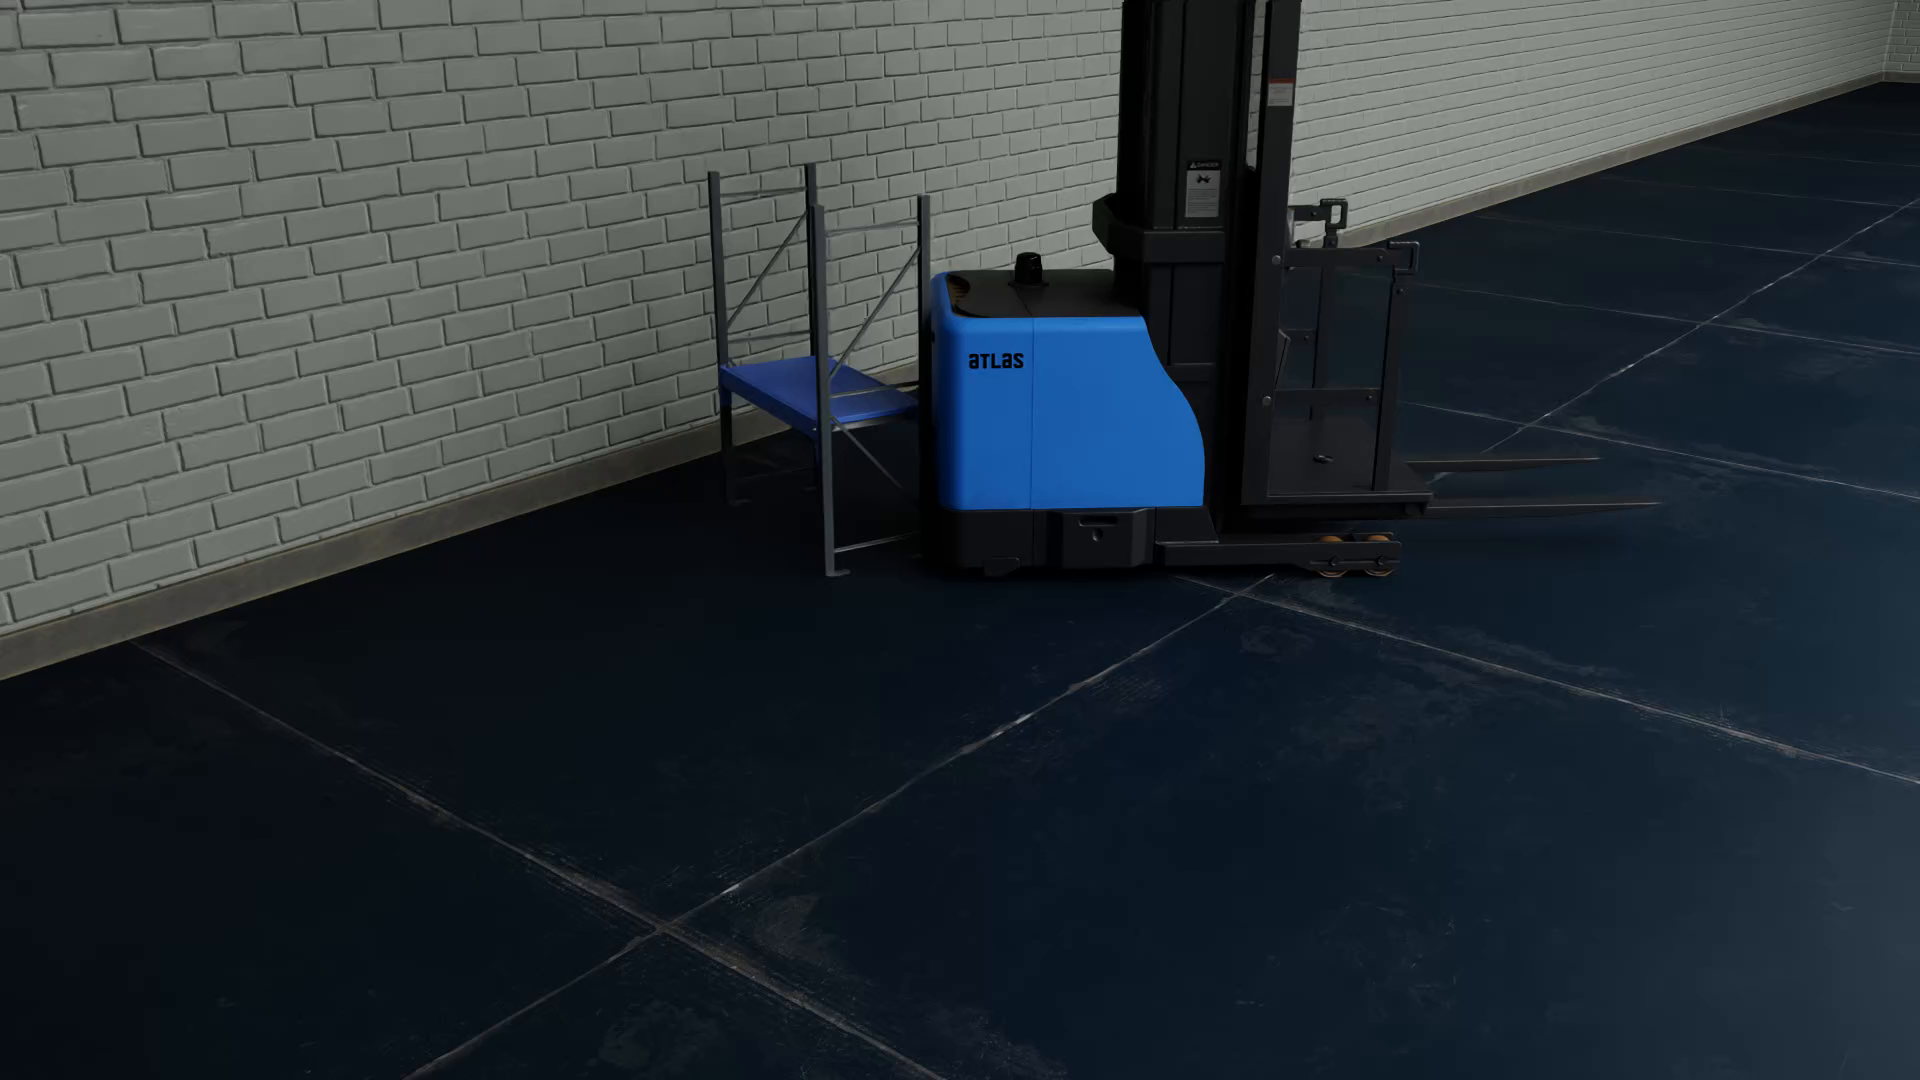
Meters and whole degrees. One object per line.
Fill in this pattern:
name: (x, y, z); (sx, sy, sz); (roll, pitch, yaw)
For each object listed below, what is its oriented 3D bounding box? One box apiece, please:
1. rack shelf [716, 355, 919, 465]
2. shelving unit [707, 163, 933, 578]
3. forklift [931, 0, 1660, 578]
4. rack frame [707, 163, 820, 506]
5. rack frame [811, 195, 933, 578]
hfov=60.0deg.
rack shelf: (-0.595, -0.583, 7.098); (0.538, 0.185, 1.000); (-12, 24, -28)
shelving unit: (-0.595, -0.751, 7.035); (0.538, 1.500, 1.048); (-12, 24, -28)
forklift: (1.394, -1.404, 6.738); (3.031, 2.935, 1.130); (-1, 21, -3)
rack frame: (-0.852, -0.906, 7.445); (0.500, 1.500, 0.032); (-12, 24, -28)
rack frame: (-0.338, -0.597, 6.625); (0.500, 1.500, 0.032); (-12, 24, -28)
